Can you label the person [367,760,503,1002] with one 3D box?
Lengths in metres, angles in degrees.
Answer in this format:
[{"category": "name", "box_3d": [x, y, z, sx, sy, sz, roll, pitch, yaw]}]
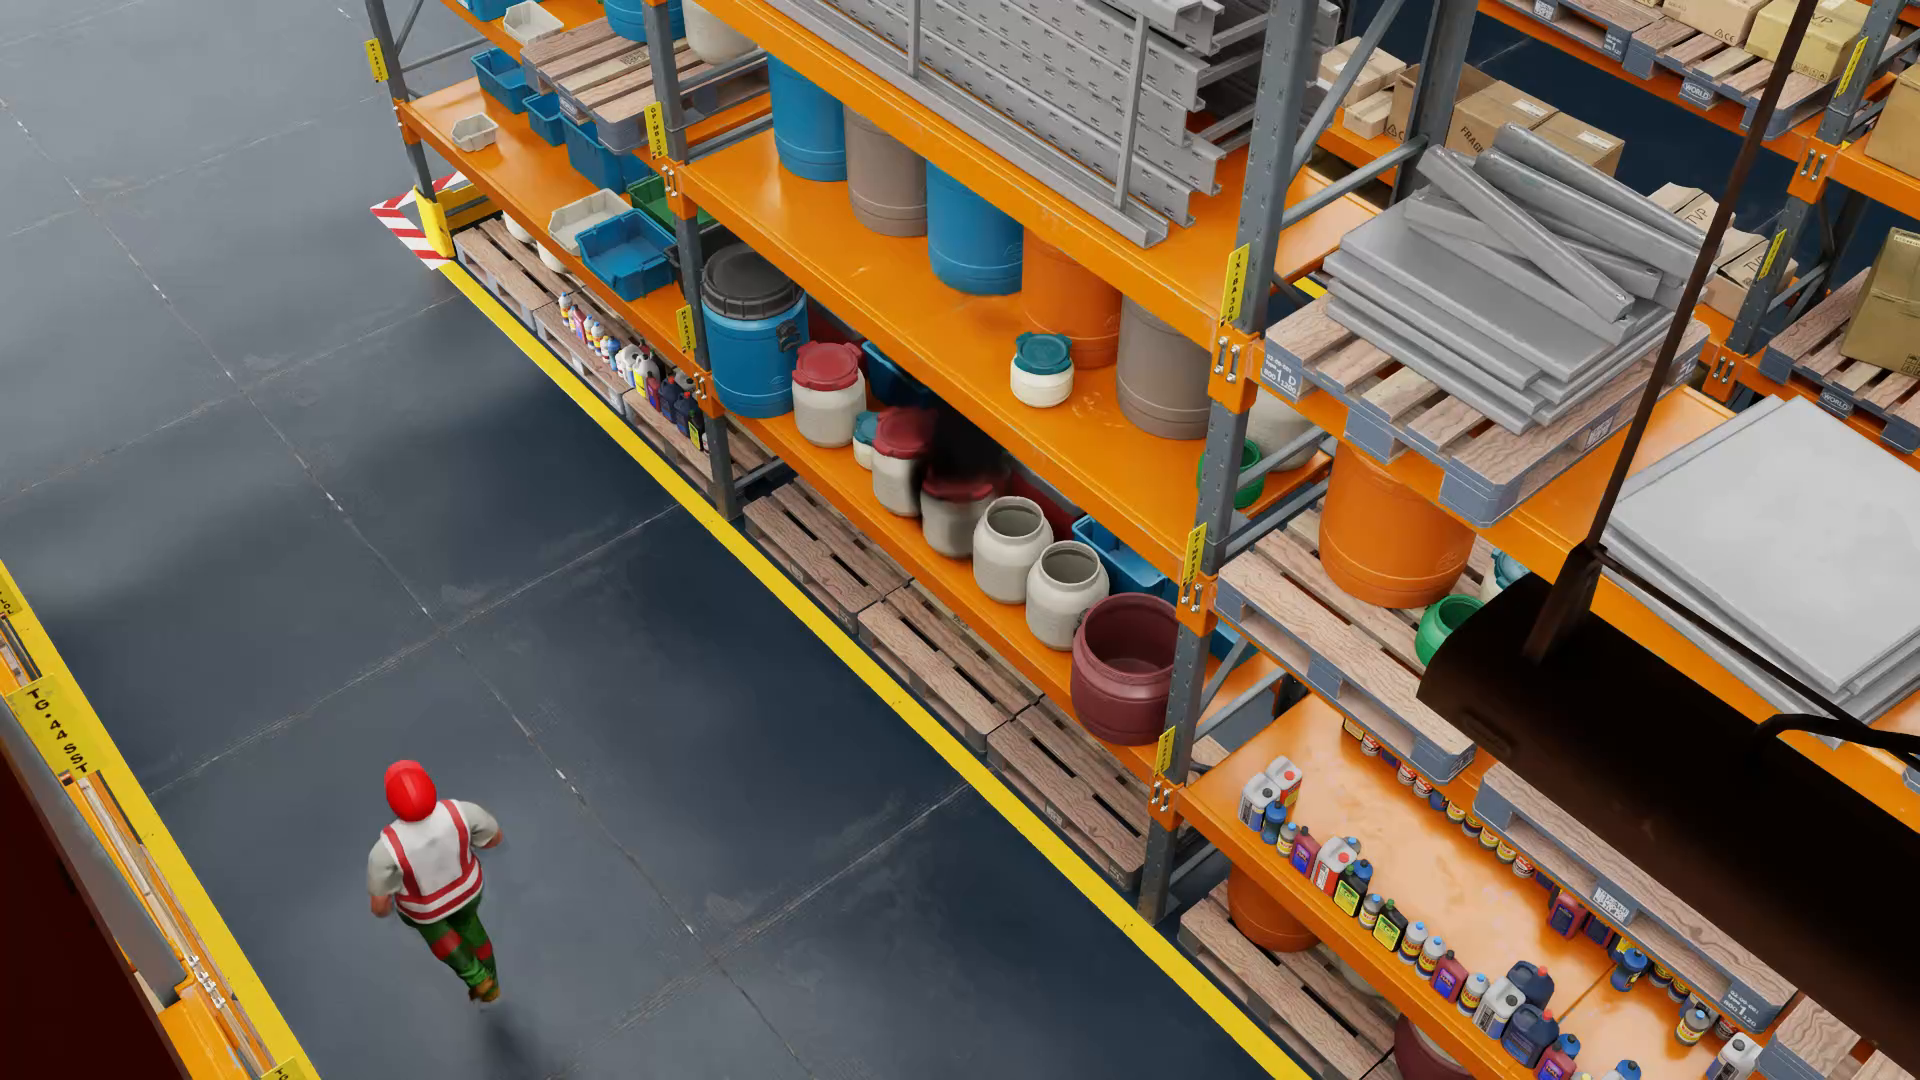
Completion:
[{"category": "person", "box_3d": [-2.463, 1.618, 7.846, 0.661, 1.757, 0.468, -30, 53, -25]}]
